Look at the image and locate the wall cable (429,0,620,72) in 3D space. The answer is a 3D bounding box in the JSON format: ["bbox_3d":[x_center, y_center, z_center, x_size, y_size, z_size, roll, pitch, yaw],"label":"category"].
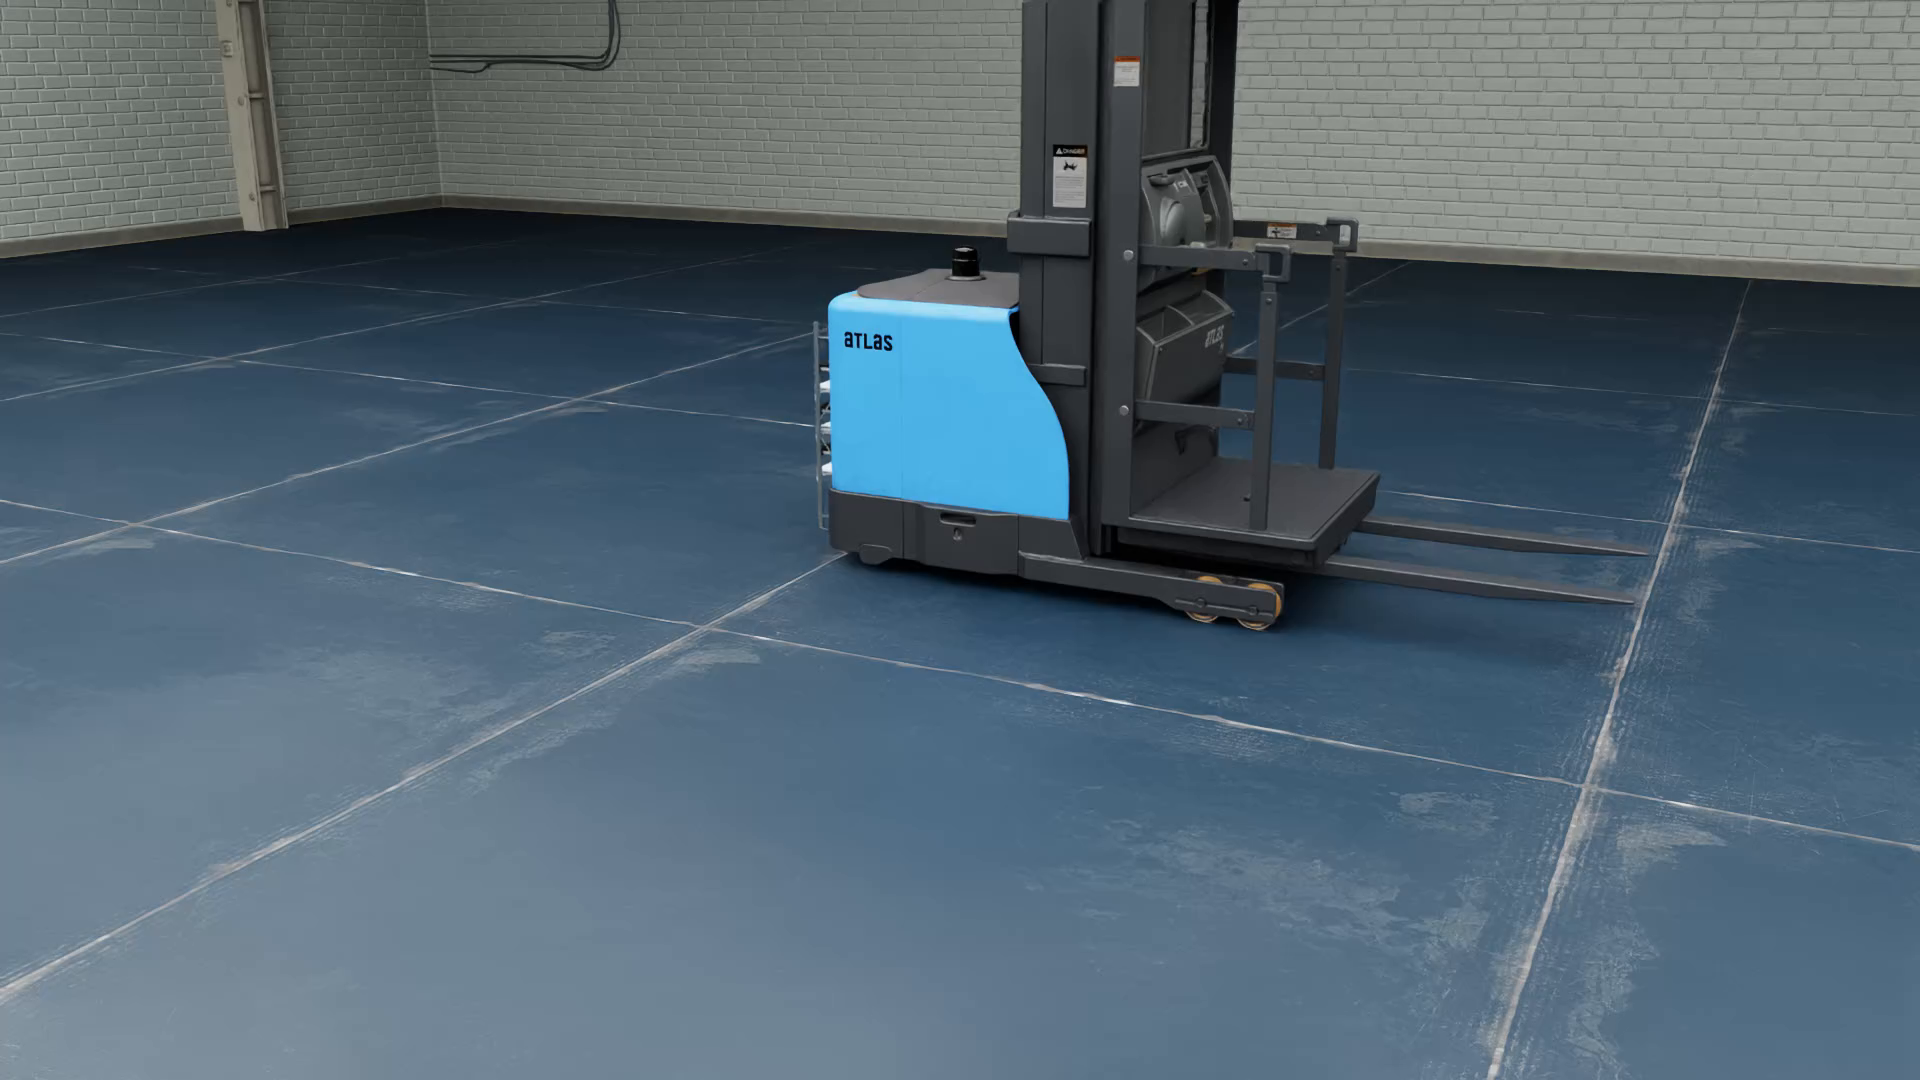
[{"bbox_3d":[-5.418,-6.953,20.083,3.097,2.526,0.112,8,18,25],"label":"wall cable"}]

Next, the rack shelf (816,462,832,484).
[{"bbox_3d":[-0.458,-0.287,7.159,0.258,0.077,0.200,7,18,23],"label":"rack shelf"}]

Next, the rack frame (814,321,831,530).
[{"bbox_3d":[-0.500,-0.465,7.009,0.240,0.900,0.006,7,18,23],"label":"rack frame"}]

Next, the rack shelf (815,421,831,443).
[{"bbox_3d":[-0.458,-0.459,7.107,0.258,0.077,0.200,7,18,23],"label":"rack shelf"}]

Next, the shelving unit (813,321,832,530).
[{"bbox_3d":[-0.458,-0.491,7.098,0.258,0.900,0.210,7,18,23],"label":"shelving unit"}]

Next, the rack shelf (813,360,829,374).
[{"bbox_3d":[-0.458,-0.718,7.031,0.258,0.077,0.200,7,18,23],"label":"rack shelf"}]

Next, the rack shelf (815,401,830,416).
[{"bbox_3d":[-0.458,-0.546,7.082,0.258,0.077,0.200,7,18,23],"label":"rack shelf"}]

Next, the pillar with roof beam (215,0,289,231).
[{"bbox_3d":[-4.066,-7.312,15.837,9.100,9.000,0.400,8,18,25],"label":"pillar with roof beam"}]

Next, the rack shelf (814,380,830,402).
[{"bbox_3d":[-0.458,-0.632,7.056,0.258,0.077,0.200,7,18,23],"label":"rack shelf"}]

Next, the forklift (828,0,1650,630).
[{"bbox_3d":[1.029,-1.255,6.103,3.031,2.935,1.130,8,18,25],"label":"forklift"}]

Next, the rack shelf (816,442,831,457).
[{"bbox_3d":[-0.458,-0.373,7.133,0.258,0.077,0.200,7,18,23],"label":"rack shelf"}]
